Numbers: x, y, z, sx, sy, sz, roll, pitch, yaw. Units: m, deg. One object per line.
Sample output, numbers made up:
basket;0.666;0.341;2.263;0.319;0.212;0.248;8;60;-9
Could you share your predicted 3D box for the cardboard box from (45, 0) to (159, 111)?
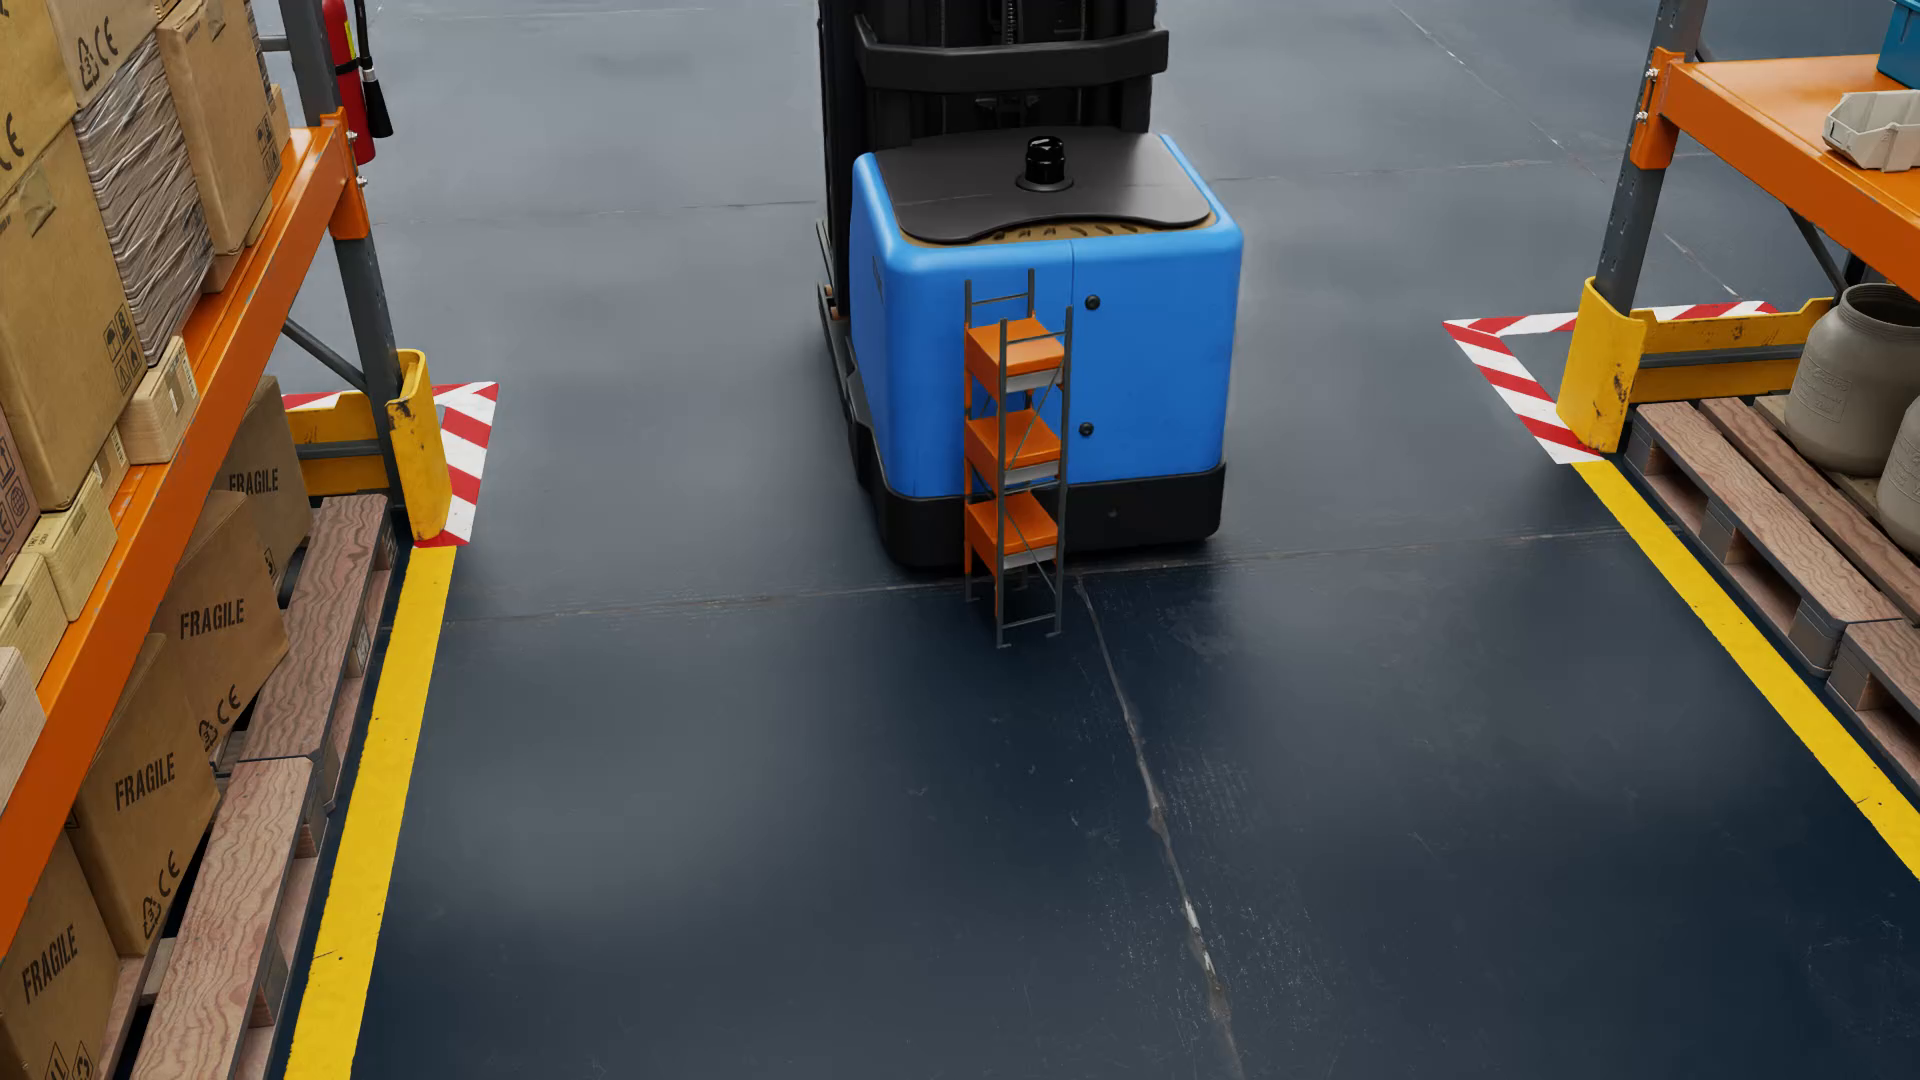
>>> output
cardboard box;-1.793;-1.067;2.912;0.500;0.500;0.500;-4;35;-6

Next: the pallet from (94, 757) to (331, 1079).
pallet;-2.004;0.994;3.604;1.003;0.211;1.213;-4;35;-6

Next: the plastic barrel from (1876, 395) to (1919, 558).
plastic barrel;2.890;-0.215;4.738;0.421;0.512;0.421;0;34;0

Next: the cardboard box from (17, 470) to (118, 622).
cardboard box;-1.657;0.021;2.778;0.380;0.149;0.250;-4;35;-6

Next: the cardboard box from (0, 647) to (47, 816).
cardboard box;-1.560;0.298;2.372;0.380;0.149;0.250;-4;35;-6

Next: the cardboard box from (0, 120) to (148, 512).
cardboard box;-1.937;-0.359;2.760;0.875;0.500;0.500;-4;35;-6

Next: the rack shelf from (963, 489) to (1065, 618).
rack shelf;0.153;0.033;4.781;0.215;0.259;0.240;-12;36;-18

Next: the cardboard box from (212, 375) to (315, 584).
cardboard box;-2.182;-0.127;4.619;0.500;0.500;0.500;2;34;2

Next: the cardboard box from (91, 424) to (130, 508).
cardboard box;-1.736;-0.115;2.978;0.380;0.149;0.250;-4;35;-6

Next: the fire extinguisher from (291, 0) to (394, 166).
fire extinguisher;-1.808;-1.403;4.713;0.296;0.674;0.183;-4;35;-6

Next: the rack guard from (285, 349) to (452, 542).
rack guard;-2.239;-0.260;5.188;1.175;0.500;0.348;-4;35;-6

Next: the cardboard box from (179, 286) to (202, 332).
cardboard box;-1.878;-0.530;3.587;0.380;0.149;0.250;-4;35;-6

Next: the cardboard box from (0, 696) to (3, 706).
cardboard box;-1.743;0.195;1.948;0.875;0.500;0.500;-4;35;-6

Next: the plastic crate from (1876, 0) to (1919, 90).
plastic crate;3.022;-1.393;4.762;0.499;0.251;0.616;-4;35;-6

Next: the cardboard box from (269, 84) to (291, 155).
cardboard box;-2.007;-1.089;4.407;0.380;0.149;0.250;-4;35;-6

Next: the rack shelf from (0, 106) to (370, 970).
rack shelf;-1.981;0.078;3.111;1.077;0.370;4.000;-4;35;-6

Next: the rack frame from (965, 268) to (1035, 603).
rack frame;0.108;-0.270;4.714;0.200;1.050;0.008;-12;36;-18

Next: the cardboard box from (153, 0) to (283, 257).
cardboard box;-2.017;-0.921;3.585;0.875;0.500;0.500;-4;35;-6

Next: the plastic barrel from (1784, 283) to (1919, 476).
plastic barrel;2.823;-0.495;5.149;0.421;0.512;0.421;0;34;0

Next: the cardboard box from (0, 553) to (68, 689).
cardboard box;-1.635;0.162;2.572;0.380;0.149;0.250;-4;35;-6

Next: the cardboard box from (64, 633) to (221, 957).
cardboard box;-2.002;0.555;3.619;0.500;0.500;0.500;-1;34;-2

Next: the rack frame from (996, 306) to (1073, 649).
rack frame;0.197;-0.144;4.525;0.200;1.050;0.008;-12;36;-18

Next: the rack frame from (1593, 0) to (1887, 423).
rack frame;2.658;-1.711;5.097;1.000;3.000;0.127;-4;35;-6

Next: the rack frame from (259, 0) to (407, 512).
rack frame;-2.250;-1.336;4.547;1.000;3.000;0.127;-4;35;-6

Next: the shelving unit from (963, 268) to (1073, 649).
shelving unit;0.152;-0.207;4.620;0.215;1.050;0.252;-12;36;-18

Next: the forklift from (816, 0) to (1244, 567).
forklift;0.056;-1.951;5.510;1.130;2.935;3.031;-6;35;-8

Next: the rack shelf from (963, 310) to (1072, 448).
rack shelf;0.152;-0.434;4.467;0.215;0.259;0.240;-12;36;-18

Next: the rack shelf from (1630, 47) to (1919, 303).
rack shelf;2.927;-0.298;3.662;1.077;0.370;4.000;-4;35;-6

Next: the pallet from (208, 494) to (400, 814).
pallet;-2.165;0.315;4.600;1.003;0.211;1.213;-4;35;-6

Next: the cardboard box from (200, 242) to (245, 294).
cardboard box;-1.871;-0.673;3.797;0.380;0.149;0.250;-4;35;-6

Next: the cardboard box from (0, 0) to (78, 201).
cardboard box;-1.734;-0.788;2.501;0.500;0.500;0.500;-4;35;-6

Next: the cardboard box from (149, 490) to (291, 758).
cardboard box;-2.068;0.204;4.133;0.500;0.500;0.500;4;35;6

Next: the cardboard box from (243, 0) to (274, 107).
cardboard box;-2.203;-1.191;3.981;0.875;0.500;0.500;-4;35;-6

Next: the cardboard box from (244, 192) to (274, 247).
cardboard box;-1.889;-0.813;4.003;0.380;0.149;0.250;-4;35;-6

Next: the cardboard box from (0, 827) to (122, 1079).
cardboard box;-1.972;0.870;3.157;0.500;0.500;0.500;-7;35;-11

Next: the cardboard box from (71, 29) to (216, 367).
cardboard box;-1.992;-0.639;3.171;0.875;0.500;0.500;-4;35;-6

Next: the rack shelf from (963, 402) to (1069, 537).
rack shelf;0.152;-0.198;4.626;0.215;0.259;0.240;-12;36;-18

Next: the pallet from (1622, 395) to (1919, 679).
pallet;2.819;-0.066;5.159;1.003;0.211;1.213;-4;35;-6

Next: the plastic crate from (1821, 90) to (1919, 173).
plastic crate;2.460;-1.078;4.403;0.298;0.136;0.250;-4;35;-6

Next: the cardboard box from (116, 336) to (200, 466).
cardboard box;-1.701;-0.259;3.190;0.380;0.149;0.250;-4;35;-6

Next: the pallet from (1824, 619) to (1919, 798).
pallet;2.980;0.613;4.163;1.003;0.211;1.213;-4;35;-6

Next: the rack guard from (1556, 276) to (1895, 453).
rack guard;2.715;-0.639;5.744;1.175;0.500;0.348;-4;35;-6

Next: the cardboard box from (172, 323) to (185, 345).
cardboard box;-1.822;-0.392;3.385;0.380;0.149;0.250;-4;35;-6

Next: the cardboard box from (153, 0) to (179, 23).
cardboard box;-1.858;-1.346;3.321;0.500;0.500;0.500;-4;35;-6

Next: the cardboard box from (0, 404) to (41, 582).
cardboard box;-1.910;-0.077;2.346;0.875;0.500;0.500;-4;35;-6
